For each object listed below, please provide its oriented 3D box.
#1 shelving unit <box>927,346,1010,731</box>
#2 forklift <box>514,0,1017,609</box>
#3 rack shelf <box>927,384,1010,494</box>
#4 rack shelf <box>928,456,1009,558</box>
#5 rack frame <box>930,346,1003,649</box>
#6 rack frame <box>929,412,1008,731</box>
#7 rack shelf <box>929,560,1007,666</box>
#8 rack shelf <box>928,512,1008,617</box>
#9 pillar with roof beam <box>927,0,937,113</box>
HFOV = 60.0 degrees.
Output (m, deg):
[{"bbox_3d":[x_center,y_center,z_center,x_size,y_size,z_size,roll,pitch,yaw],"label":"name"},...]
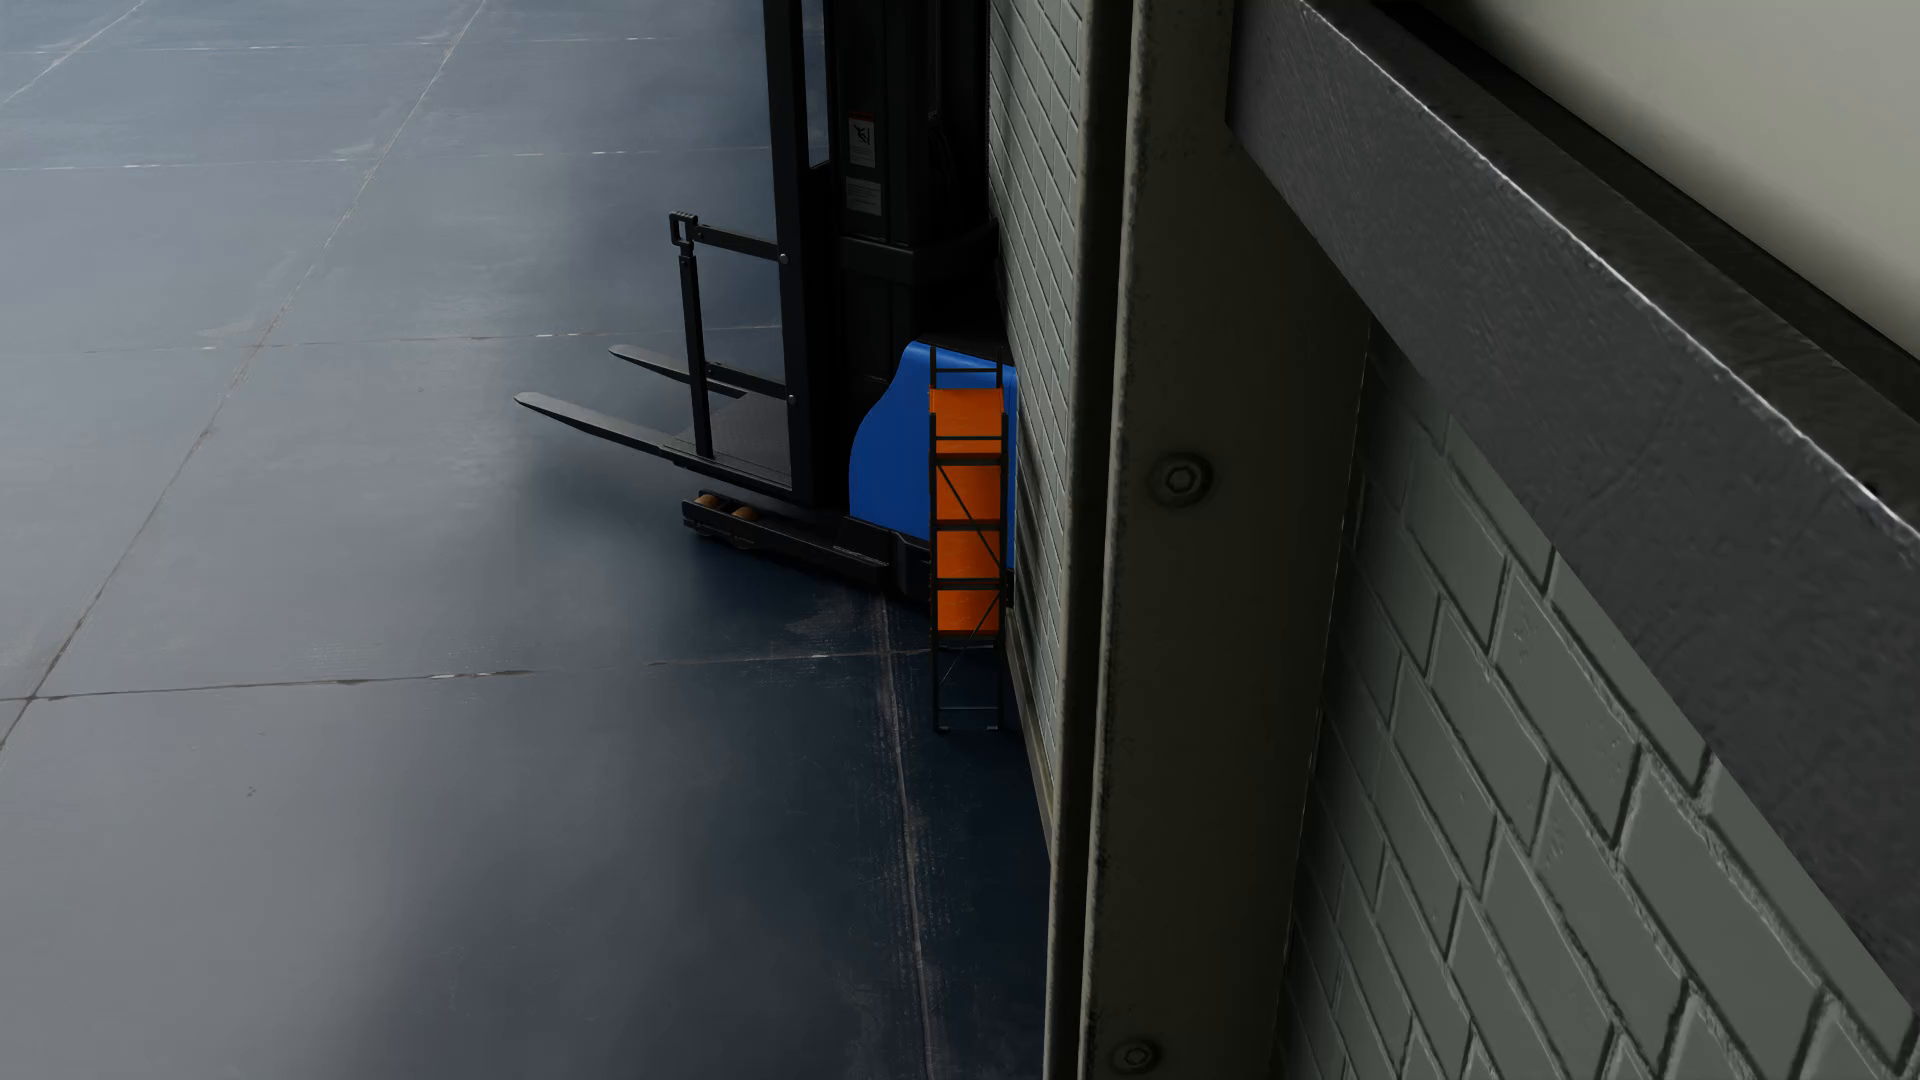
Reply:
[{"bbox_3d":[0.024,0.006,5.570,0.258,1.200,0.503,0,31,-1],"label":"shelving unit"},{"bbox_3d":[-0.526,-1.429,6.284,3.031,2.935,1.130,18,35,27],"label":"forklift"},{"bbox_3d":[0.024,-0.332,5.369,0.258,0.148,0.480,0,31,-1],"label":"rack shelf"},{"bbox_3d":[0.024,-0.128,5.490,0.258,0.148,0.480,0,31,-1],"label":"rack shelf"},{"bbox_3d":[0.021,-0.119,5.780,0.240,1.200,0.015,0,31,-1],"label":"rack frame"},{"bbox_3d":[0.027,0.131,5.361,0.240,1.200,0.015,0,31,-1],"label":"rack frame"},{"bbox_3d":[0.024,0.234,5.707,0.258,0.148,0.480,0,31,-1],"label":"rack shelf"},{"bbox_3d":[0.024,0.064,5.605,0.258,0.148,0.480,0,31,-1],"label":"rack shelf"},{"bbox_3d":[-4.515,-4.794,6.001,9.100,9.000,0.400,-3,31,-5],"label":"pillar with roof beam"}]
